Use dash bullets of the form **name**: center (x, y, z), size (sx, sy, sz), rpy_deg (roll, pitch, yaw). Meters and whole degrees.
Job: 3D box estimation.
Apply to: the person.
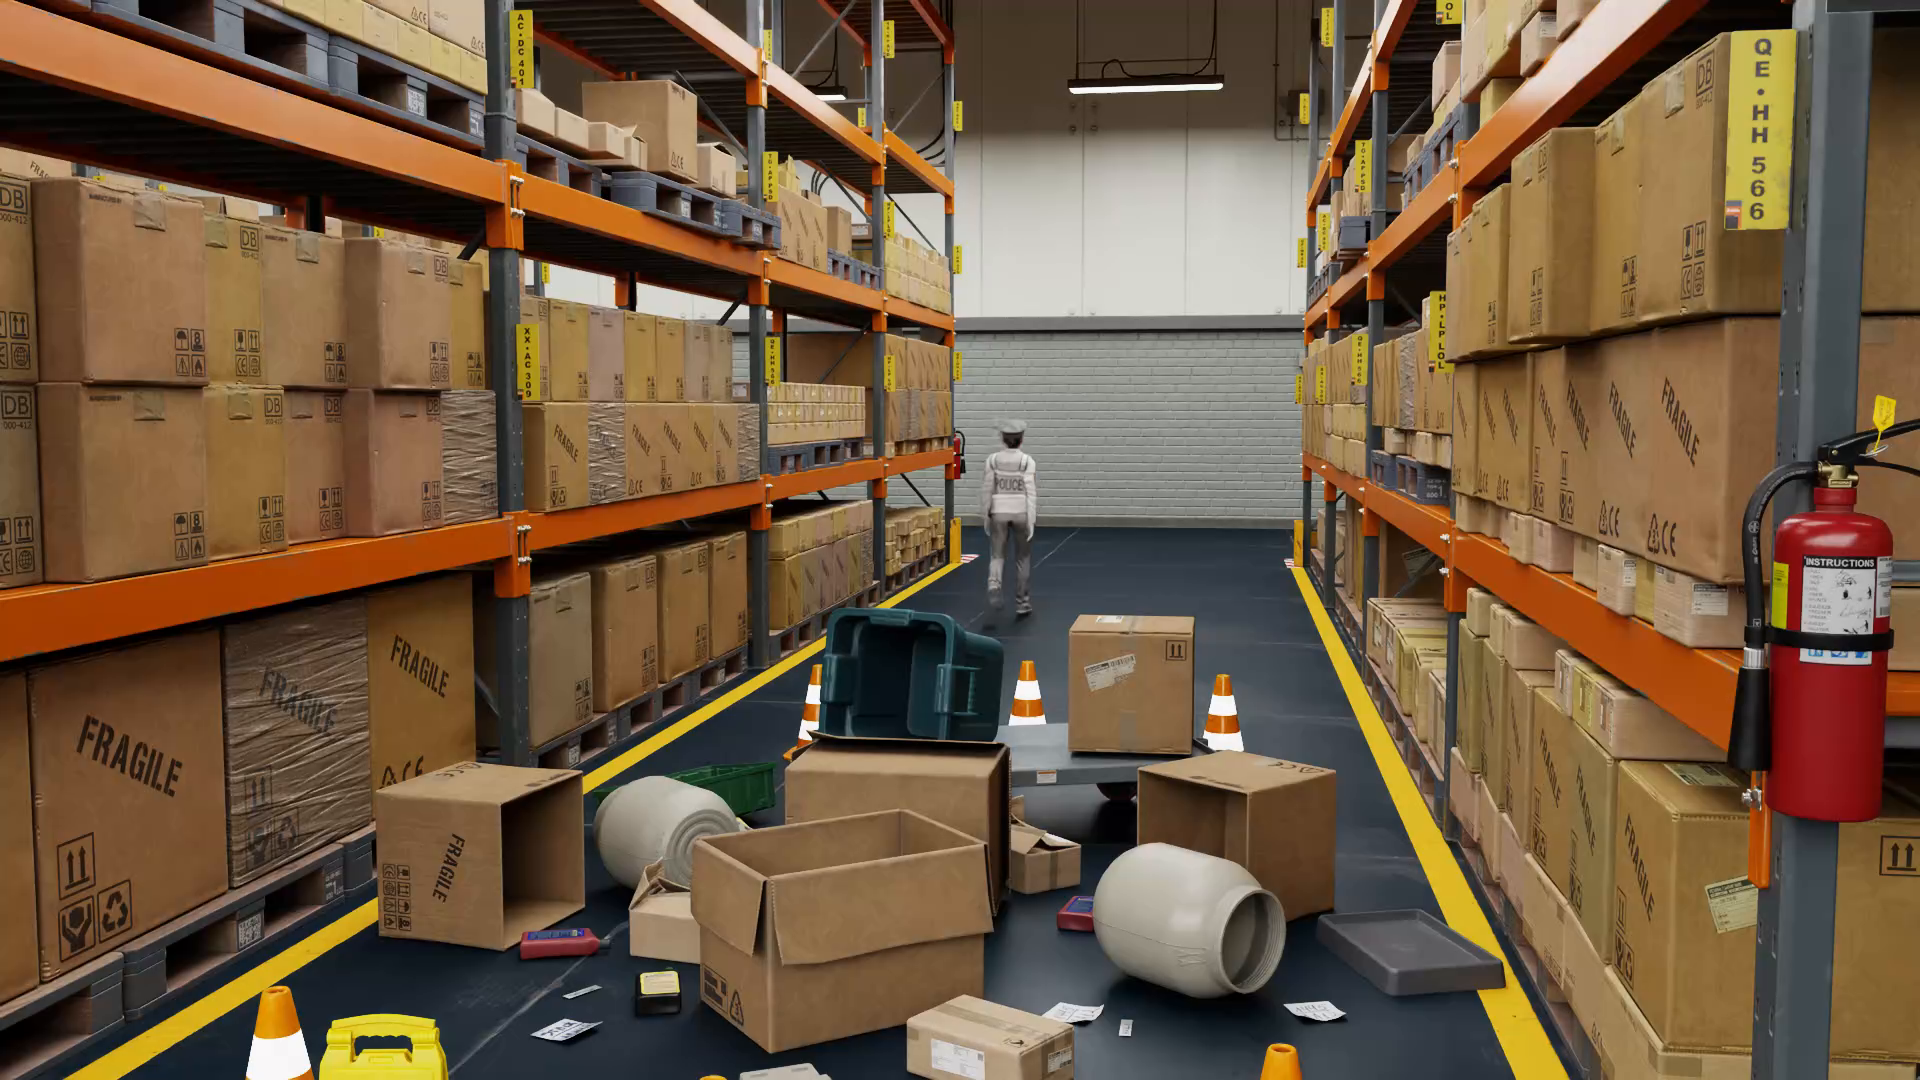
- **person**: center (1.658, -1.308, 13.555), size (5.233, 2.386, 22.021), rpy_deg (1, 5, 11)
